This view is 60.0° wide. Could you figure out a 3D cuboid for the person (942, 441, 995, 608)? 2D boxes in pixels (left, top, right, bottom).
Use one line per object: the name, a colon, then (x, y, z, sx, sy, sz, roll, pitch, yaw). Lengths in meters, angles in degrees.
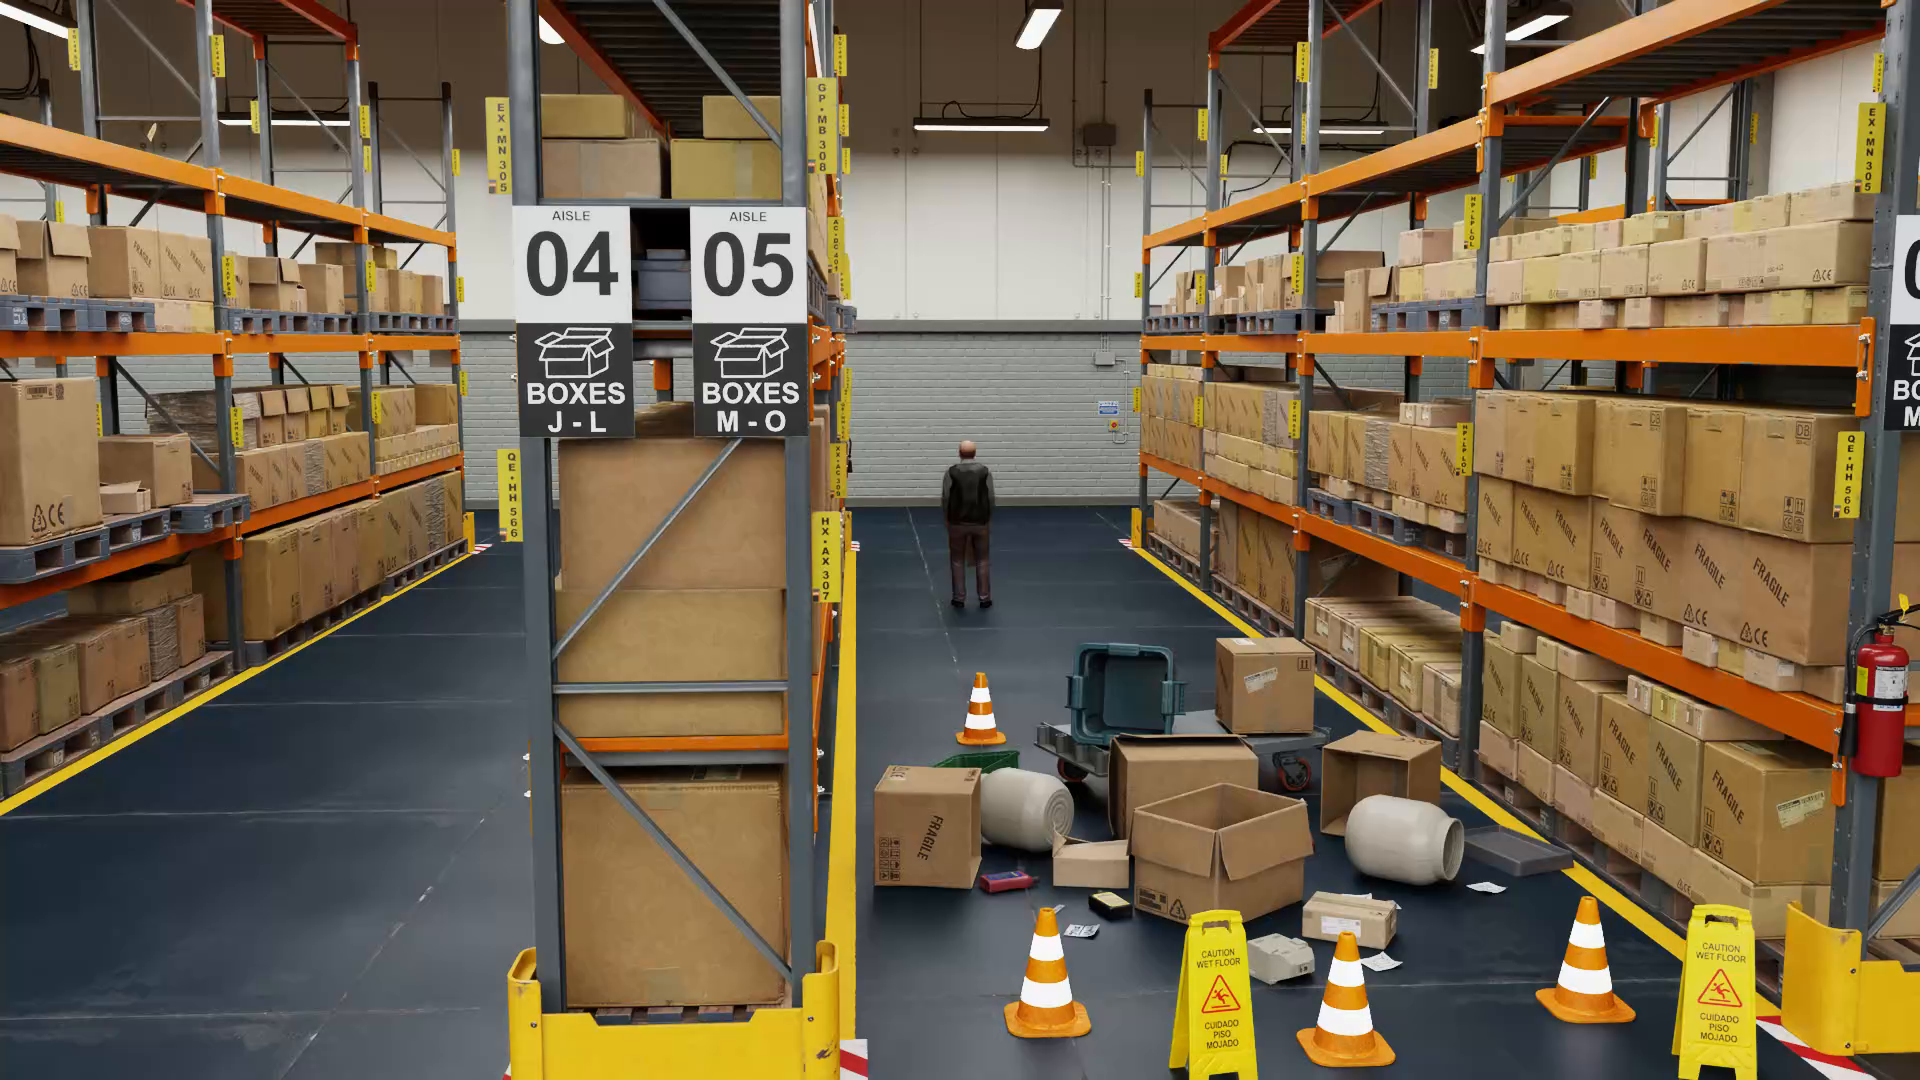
person: (0.084, -0.165, 17.210, 0.560, 1.725, 0.472, -1, 7, -5)
